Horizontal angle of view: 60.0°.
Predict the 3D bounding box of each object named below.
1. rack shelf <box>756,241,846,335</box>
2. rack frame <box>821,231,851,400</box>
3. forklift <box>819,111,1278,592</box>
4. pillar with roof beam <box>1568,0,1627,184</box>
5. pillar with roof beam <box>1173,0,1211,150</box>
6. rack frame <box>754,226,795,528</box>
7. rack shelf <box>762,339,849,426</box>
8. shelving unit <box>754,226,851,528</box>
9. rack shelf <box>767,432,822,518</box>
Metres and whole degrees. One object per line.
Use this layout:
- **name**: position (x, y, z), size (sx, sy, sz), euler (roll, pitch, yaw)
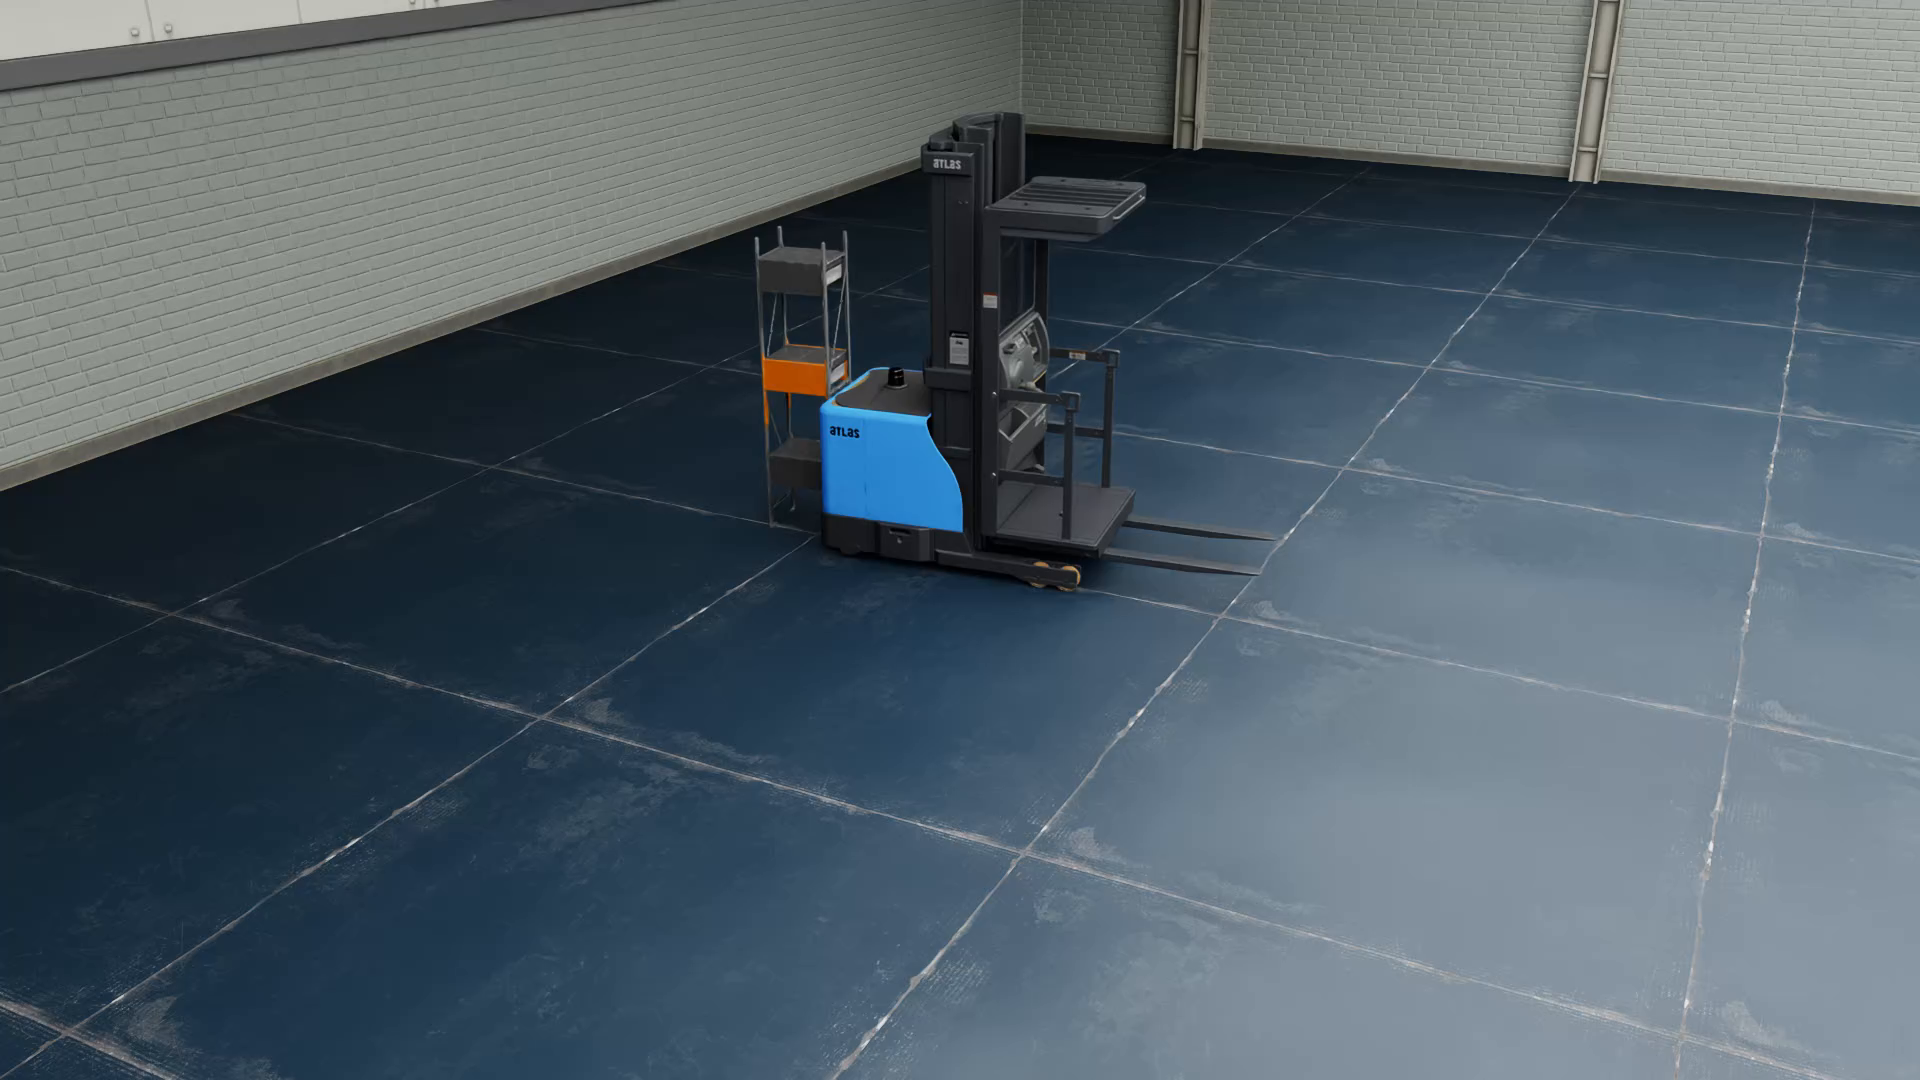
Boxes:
- **rack shelf**: position (-1.074, -1.730, 11.378), size (0.480, 0.518, 0.431), euler (8, 24, 18)
- **rack frame**: position (-0.840, -1.068, 11.571), size (0.015, 2.100, 0.400), euler (8, 24, 18)
- **forklift**: position (0.612, -1.244, 10.930), size (3.031, 2.935, 1.130), euler (8, 24, 18)
- **pillar with roof beam**: position (7.025, -7.802, 18.597), size (0.400, 9.000, 9.100), euler (11, 25, 25)
- **pillar with roof beam**: position (1.671, -8.862, 21.089), size (0.400, 9.000, 9.100), euler (11, 25, 25)
- **rack frame**: position (-1.300, -1.129, 11.721), size (0.015, 2.100, 0.400), euler (8, 24, 18)
- **rack shelf**: position (-1.070, -1.086, 11.651), size (0.480, 0.518, 0.431), euler (8, 24, 18)
- **shelving unit**: position (-1.070, -1.098, 11.646), size (0.503, 2.100, 0.431), euler (8, 24, 18)
- **rack shelf**: position (-1.066, -0.441, 11.924), size (0.480, 0.518, 0.431), euler (8, 24, 18)
